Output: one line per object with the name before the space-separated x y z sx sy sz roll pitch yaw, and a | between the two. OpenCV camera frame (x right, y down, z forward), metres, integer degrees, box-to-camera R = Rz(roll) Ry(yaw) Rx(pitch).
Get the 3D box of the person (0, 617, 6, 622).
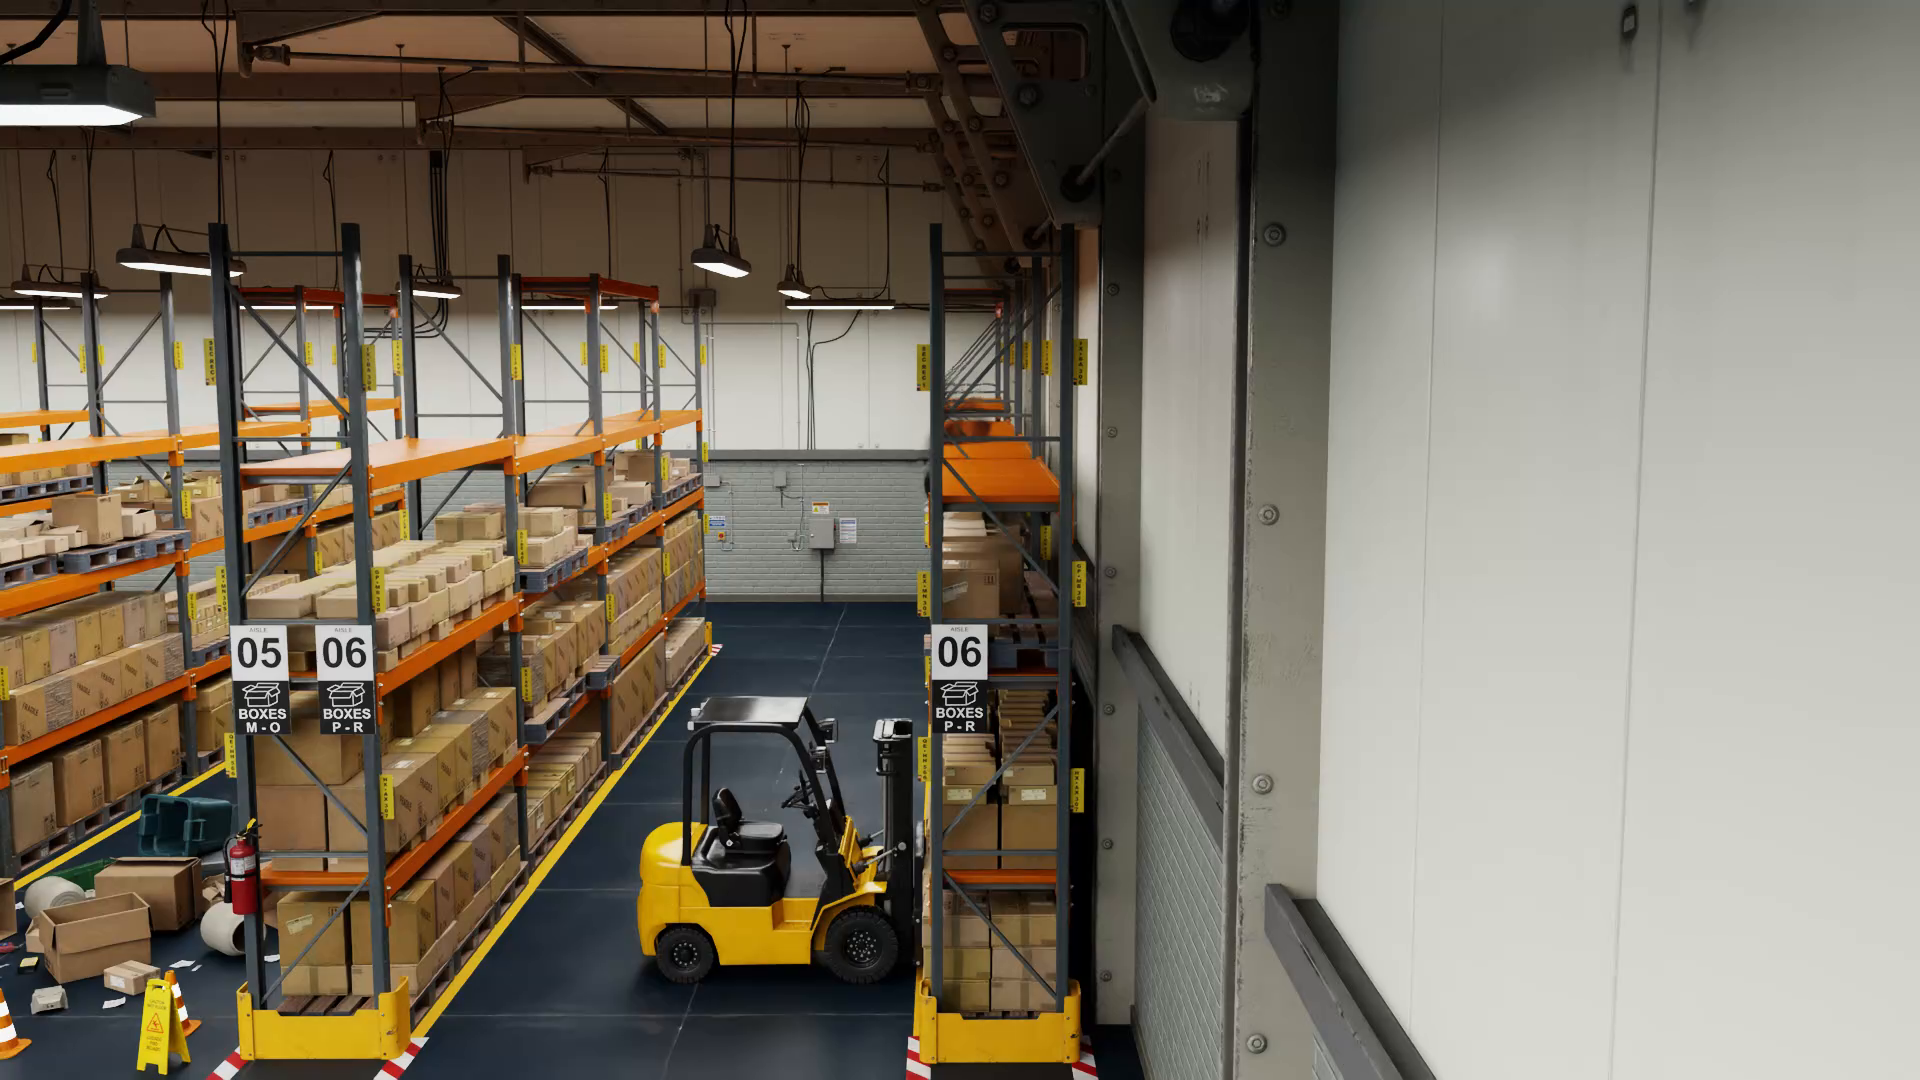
person | -12.766 1.809 22.121 0.518 1.564 0.576 -1 7 -9
